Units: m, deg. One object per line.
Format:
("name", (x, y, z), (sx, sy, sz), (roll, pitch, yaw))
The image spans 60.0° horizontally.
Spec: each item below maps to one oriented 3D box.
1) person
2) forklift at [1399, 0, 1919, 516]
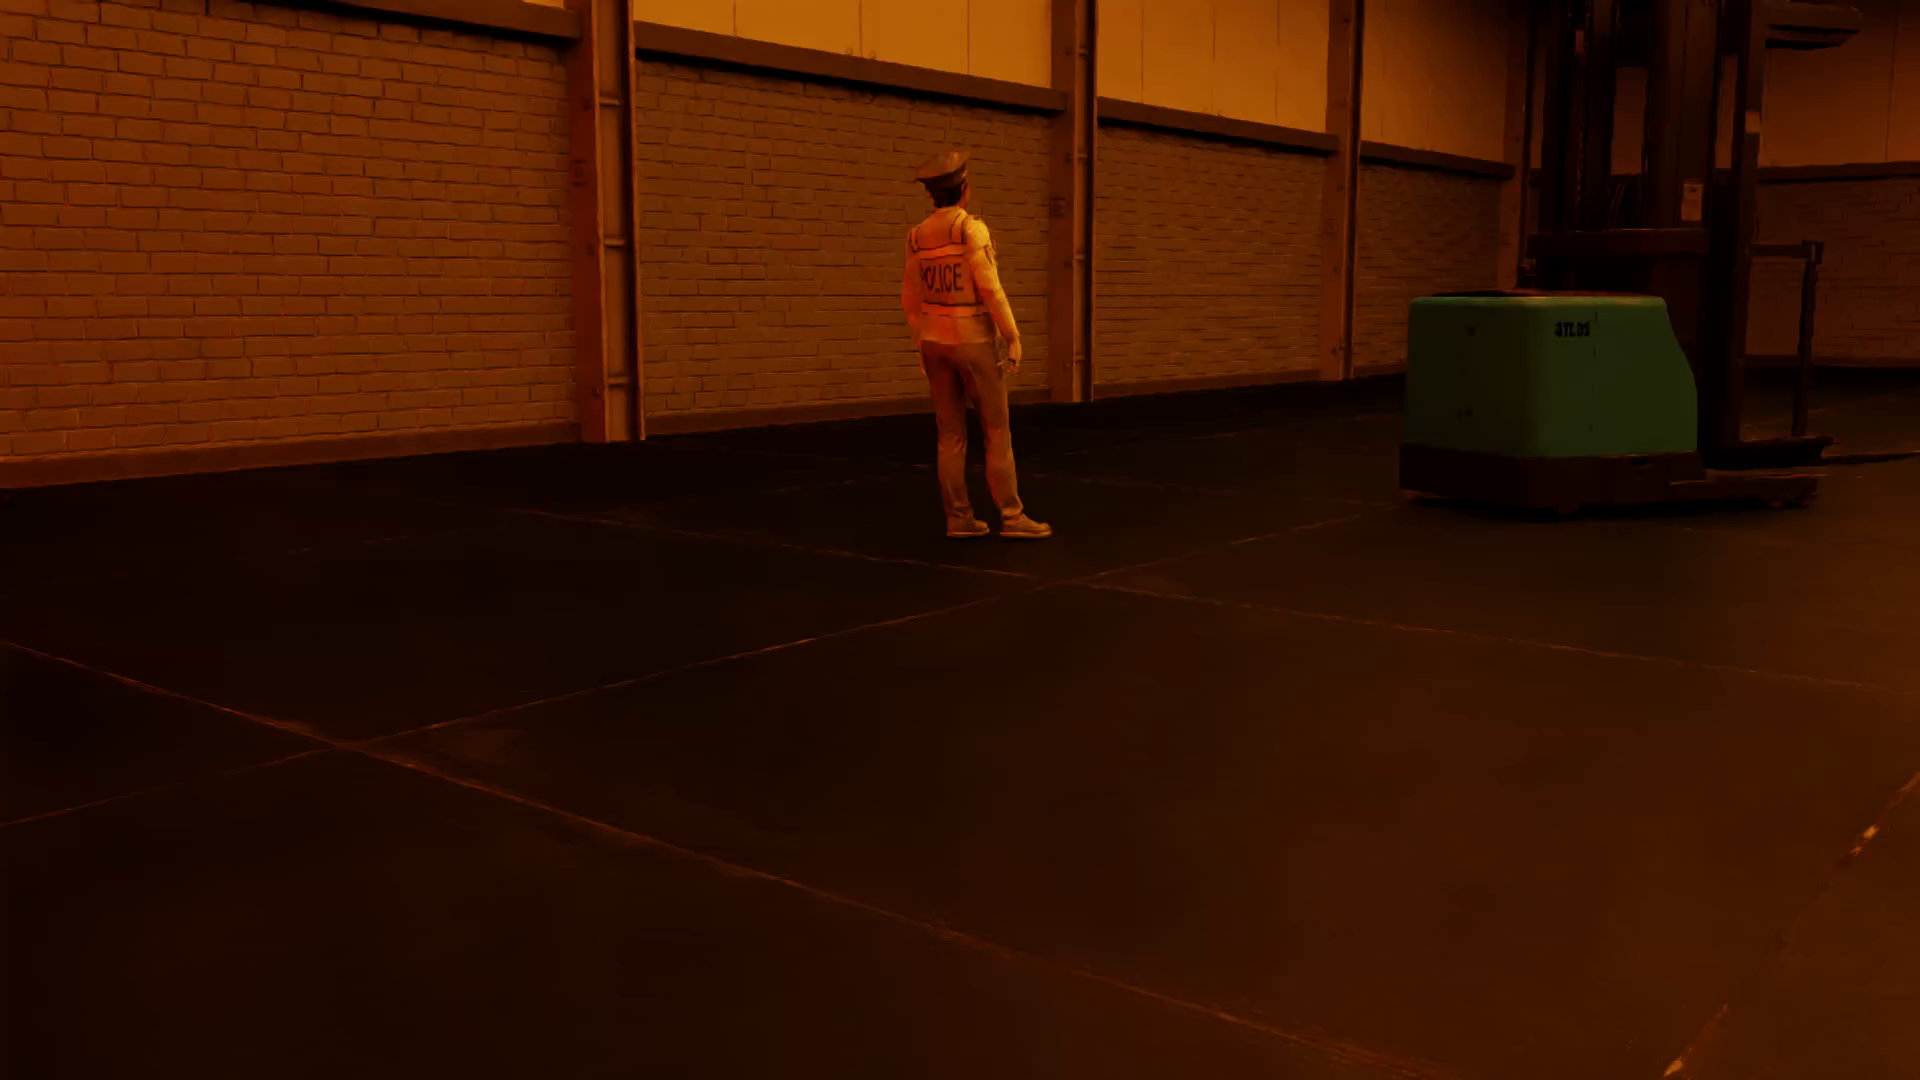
("person", (0.048, -0.853, 7.329), (0.586, 1.695, 0.533), (7, 11, 38))
("forklift", (3.895, -1.682, 8.775), (3.031, 2.935, 1.130), (-4, 9, -23))
